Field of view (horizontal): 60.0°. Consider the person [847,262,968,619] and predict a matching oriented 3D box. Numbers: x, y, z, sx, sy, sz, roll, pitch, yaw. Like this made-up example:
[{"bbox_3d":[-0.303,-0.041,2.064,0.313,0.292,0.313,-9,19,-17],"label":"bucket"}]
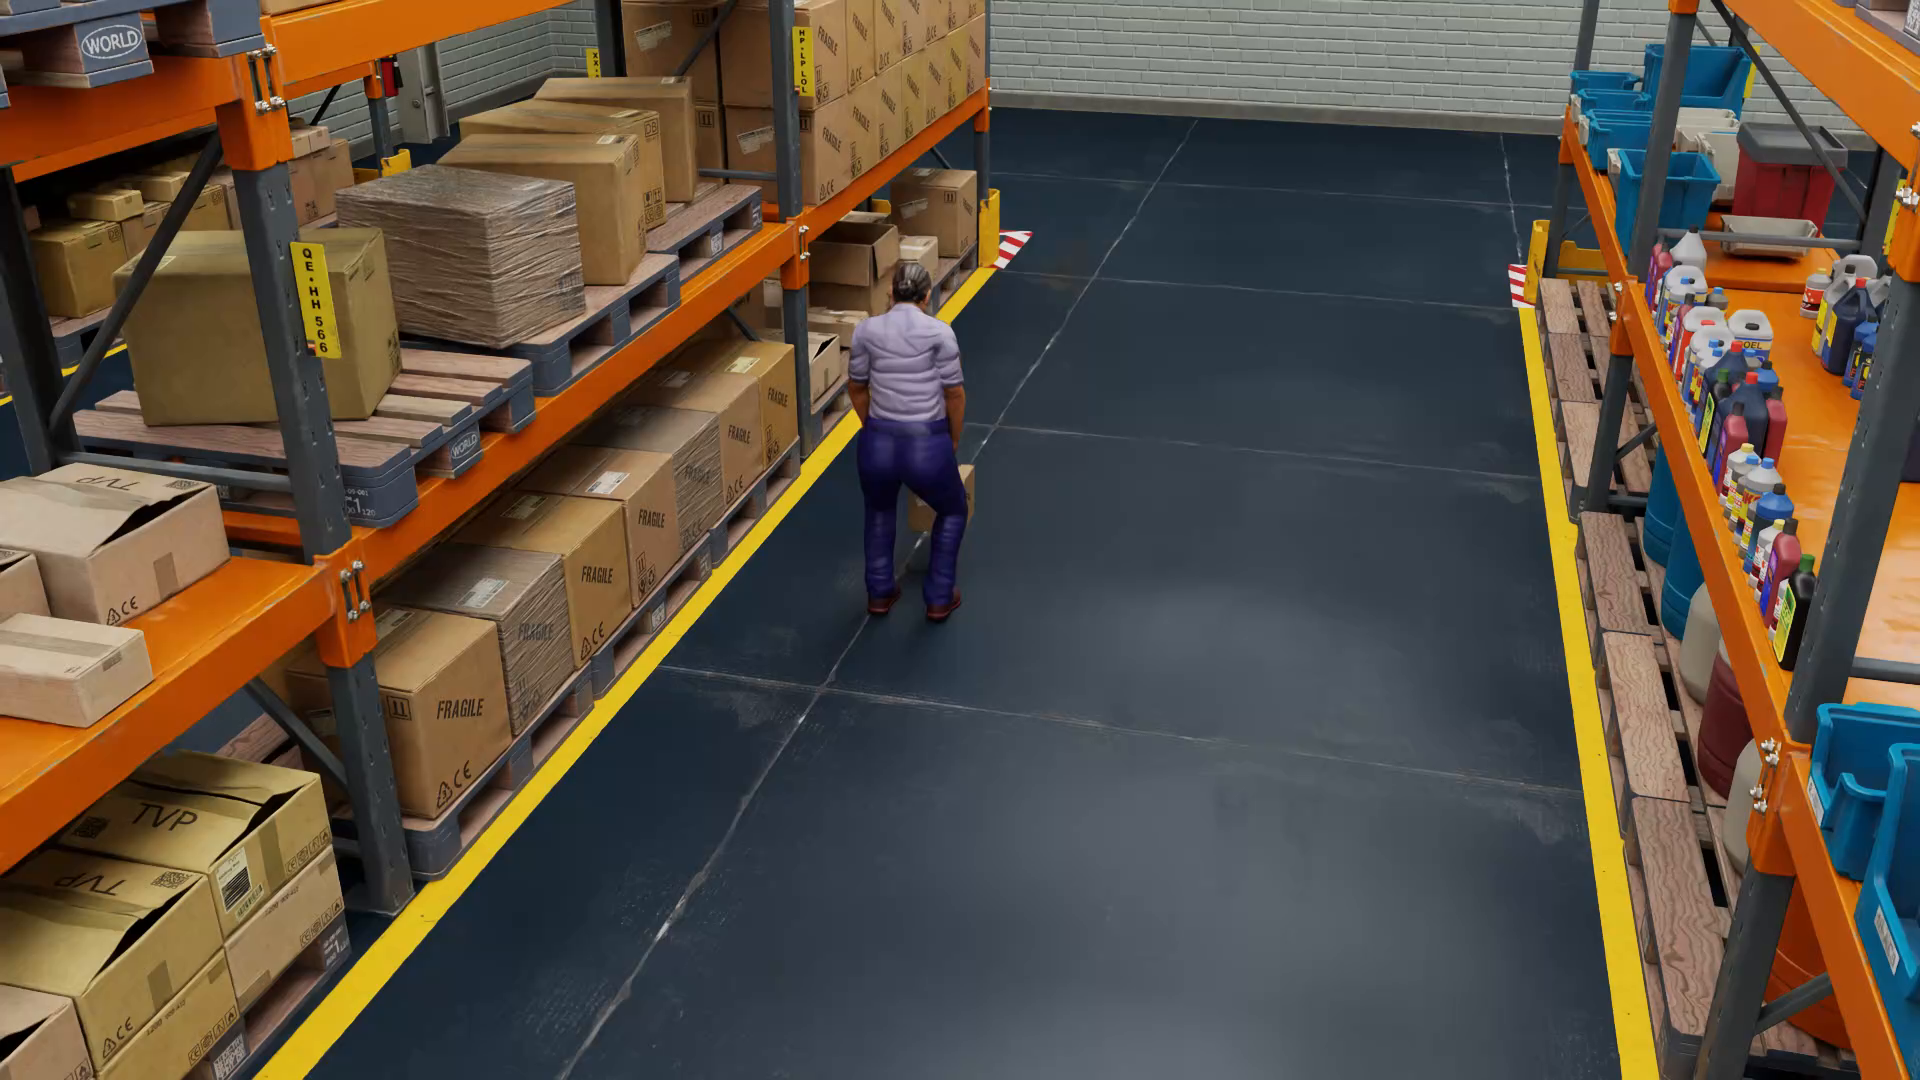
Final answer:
[{"bbox_3d":[-0.240,-0.393,7.107,0.519,1.529,0.507,7,26,14],"label":"person"}]
